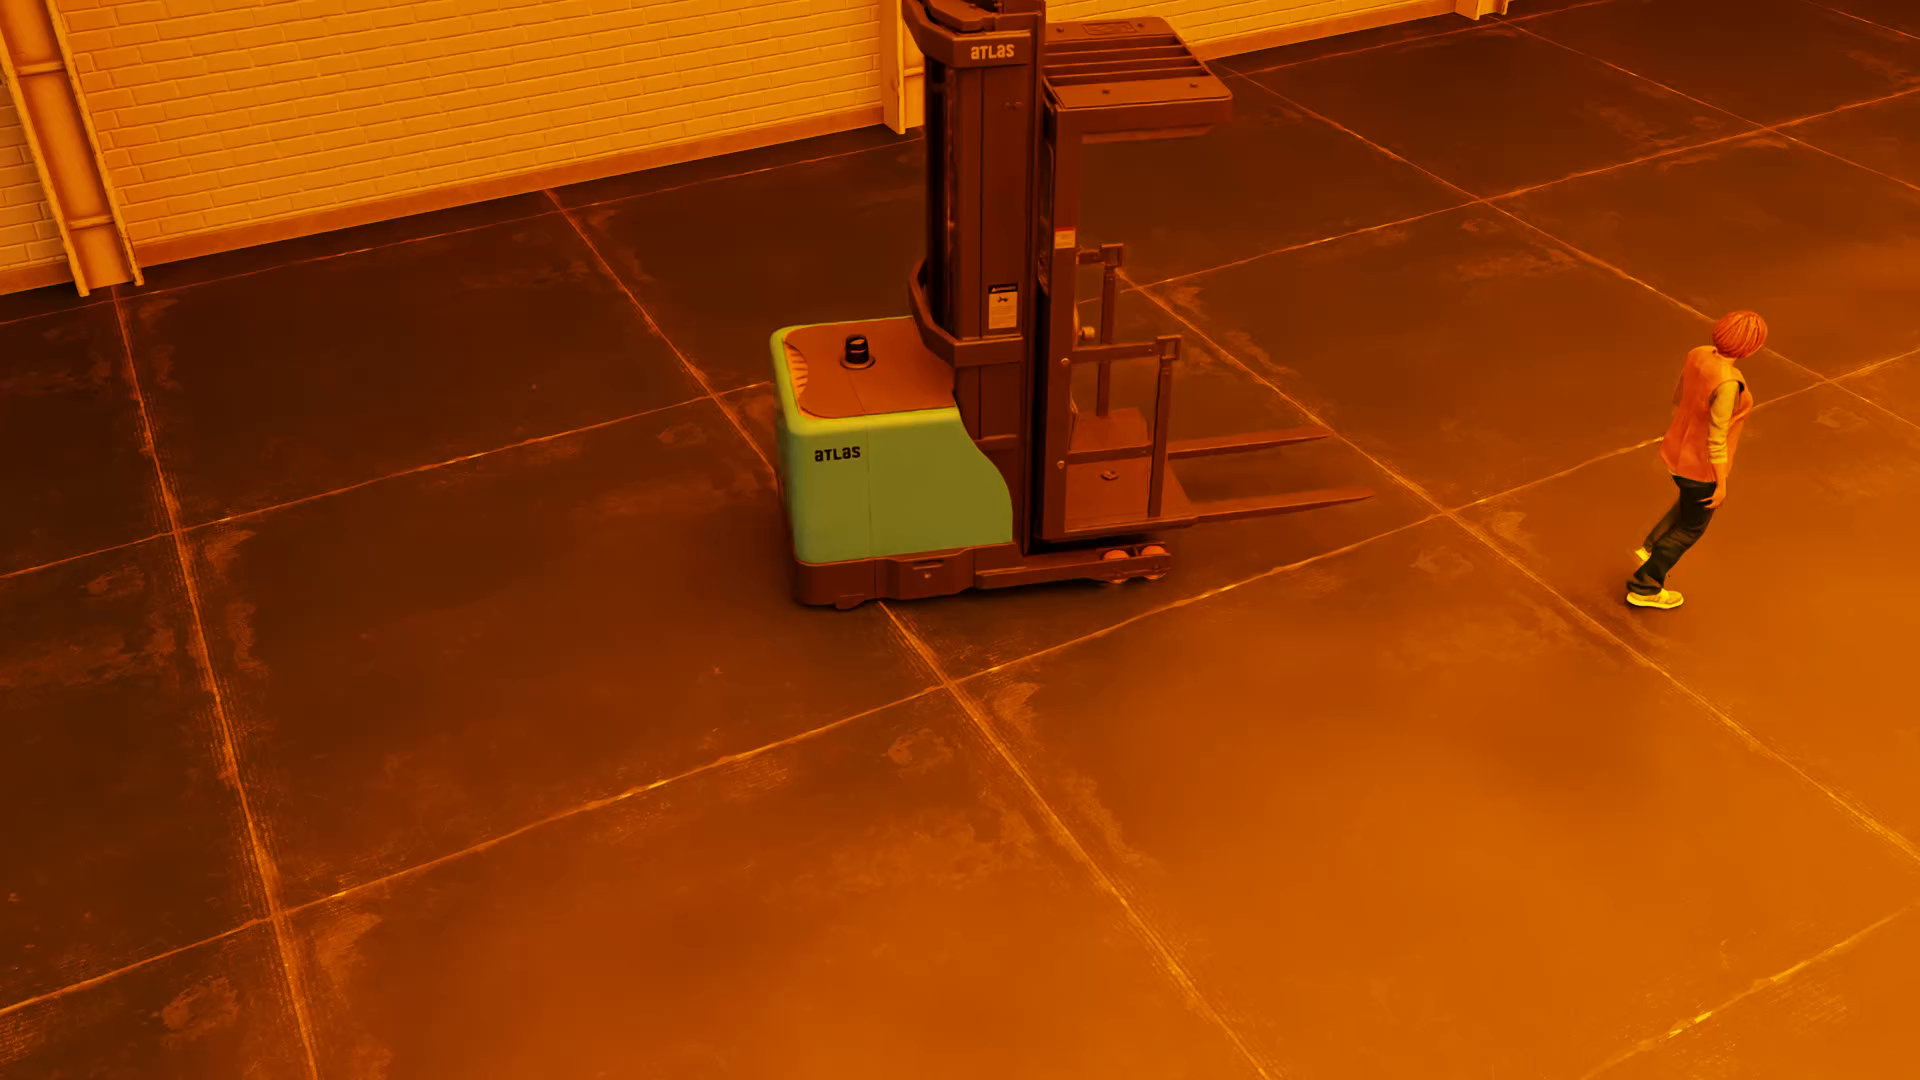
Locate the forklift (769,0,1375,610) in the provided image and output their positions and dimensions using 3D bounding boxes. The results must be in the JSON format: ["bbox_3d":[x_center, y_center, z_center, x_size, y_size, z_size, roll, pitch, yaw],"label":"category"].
[{"bbox_3d":[0.602,-1.273,7.923,3.031,2.935,1.130,-6,36,-9],"label":"forklift"}]

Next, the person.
[{"bbox_3d":[3.496,-0.367,7.822,0.445,1.584,0.519,-2,35,-3],"label":"person"}]
